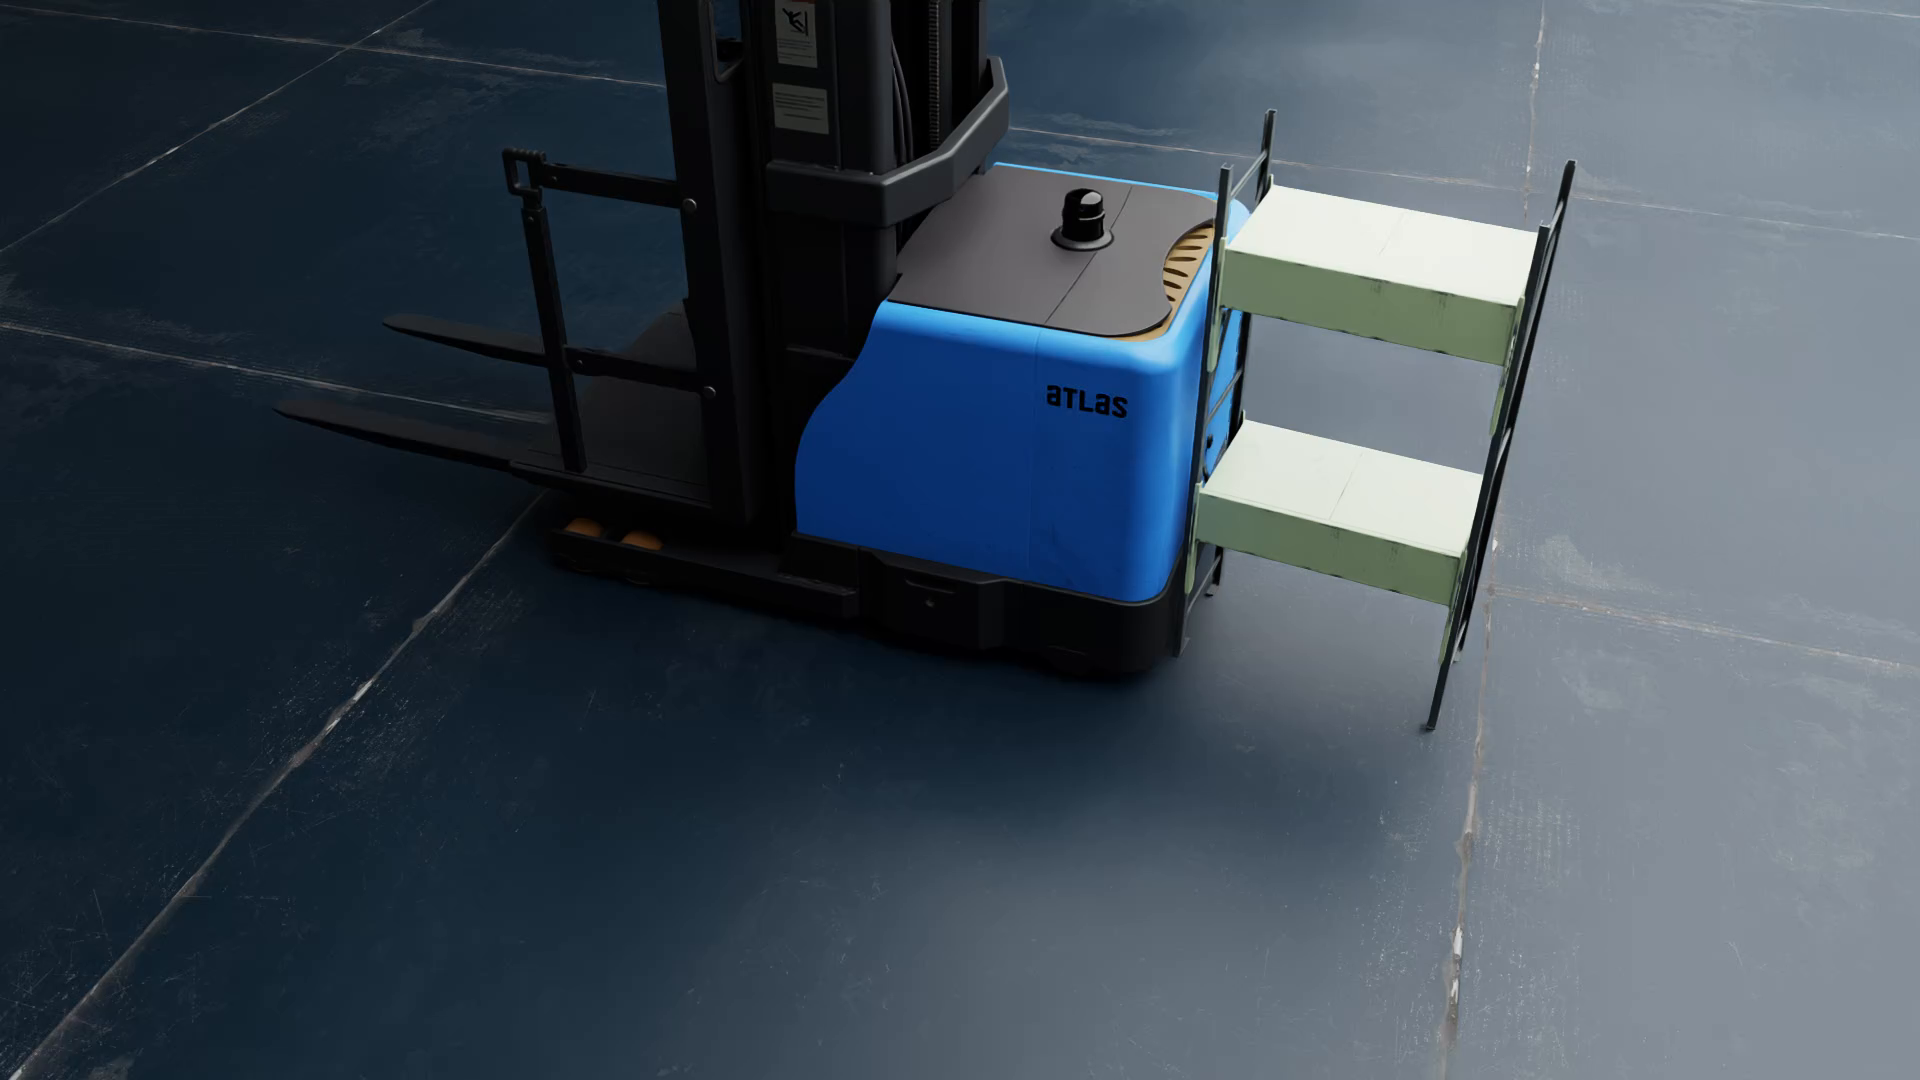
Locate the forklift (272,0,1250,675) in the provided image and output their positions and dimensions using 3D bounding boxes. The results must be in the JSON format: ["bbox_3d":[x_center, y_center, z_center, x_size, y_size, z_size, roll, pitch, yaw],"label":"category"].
[{"bbox_3d":[-0.724,-1.325,4.578,3.031,2.935,1.130,12,38,15],"label":"forklift"}]

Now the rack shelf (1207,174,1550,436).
[{"bbox_3d":[1.038,-0.598,4.139,0.720,0.370,0.431,15,39,20],"label":"rack shelf"}]

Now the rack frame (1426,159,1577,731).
[{"bbox_3d":[1.370,-0.192,4.245,0.023,1.500,0.400,15,39,20],"label":"rack frame"}]

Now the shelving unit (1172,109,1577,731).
[{"bbox_3d":[1.038,-0.284,4.370,0.755,1.500,0.431,15,39,20],"label":"shelving unit"}]

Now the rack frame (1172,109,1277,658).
[{"bbox_3d":[0.707,-0.375,4.494,0.023,1.500,0.400,15,39,20],"label":"rack frame"}]

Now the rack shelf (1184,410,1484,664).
[{"bbox_3d":[1.038,-0.021,4.563,0.720,0.370,0.431,15,39,20],"label":"rack shelf"}]
